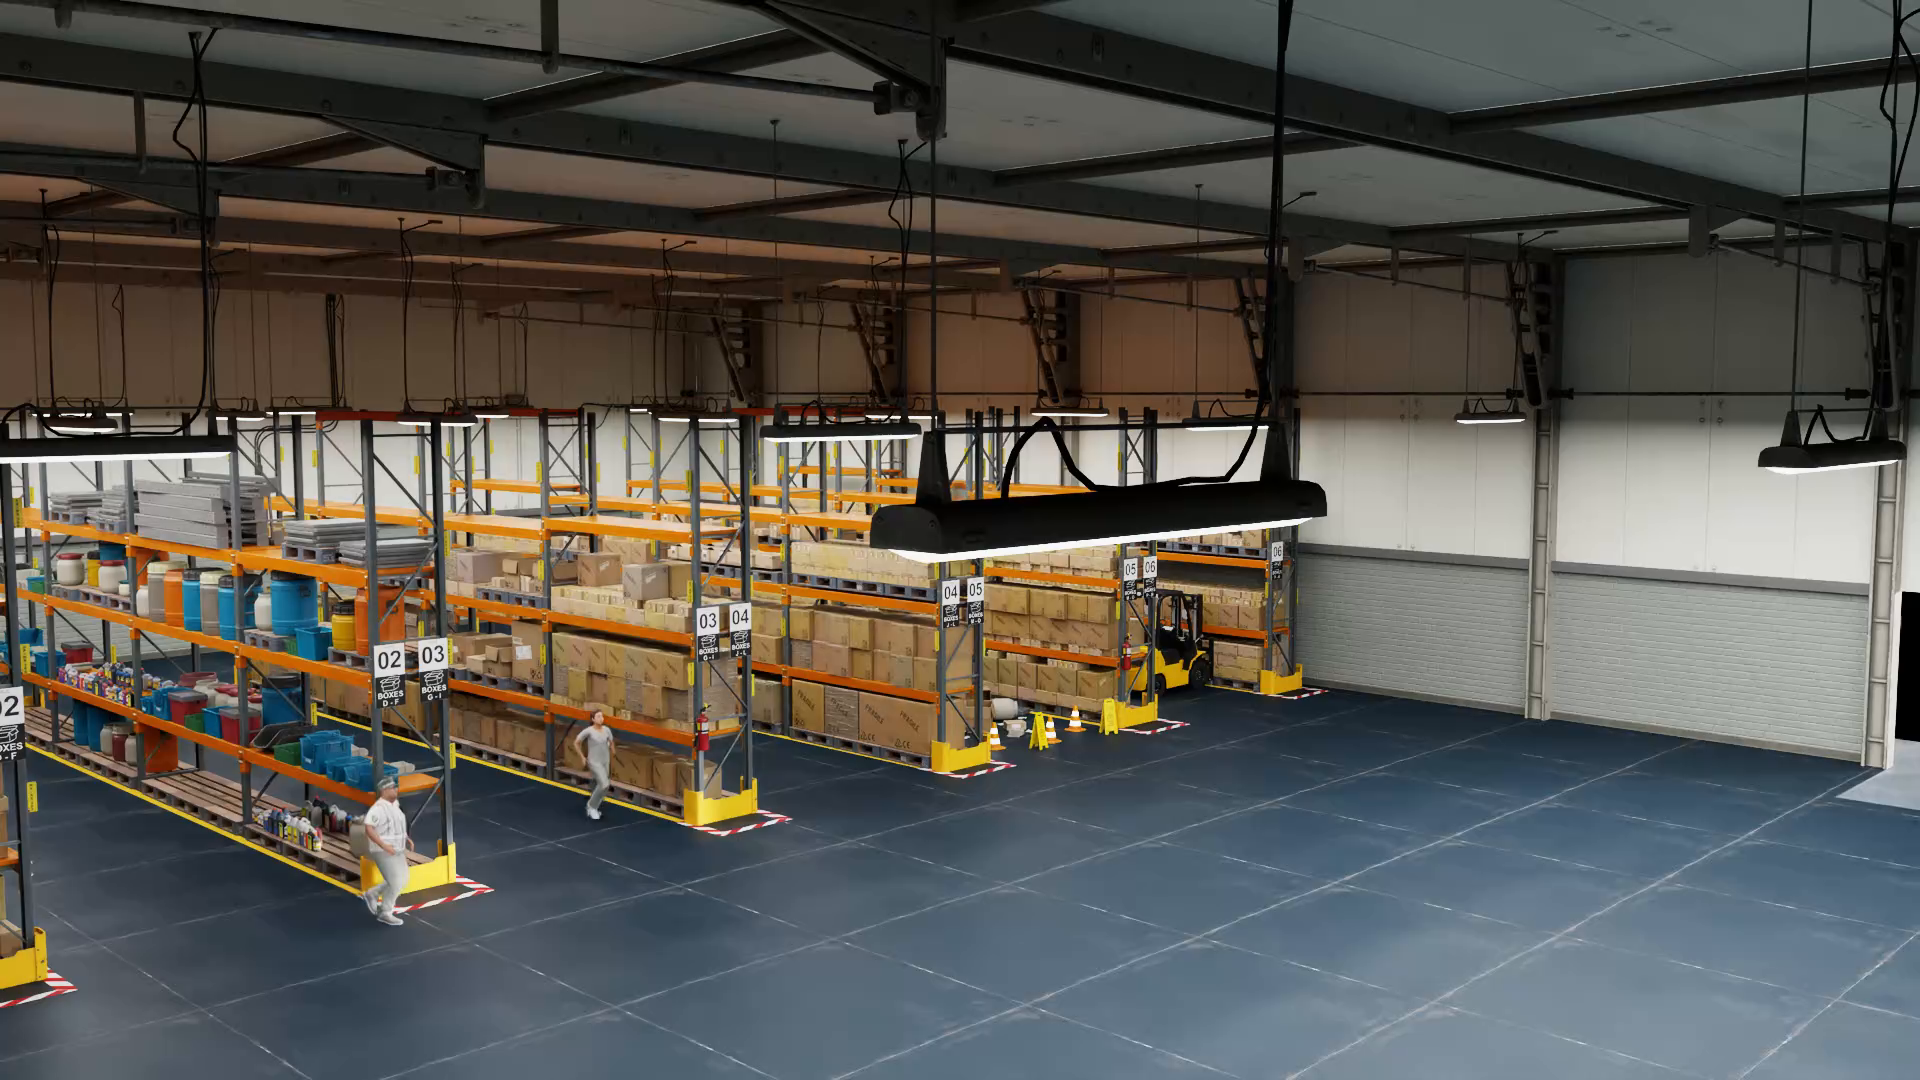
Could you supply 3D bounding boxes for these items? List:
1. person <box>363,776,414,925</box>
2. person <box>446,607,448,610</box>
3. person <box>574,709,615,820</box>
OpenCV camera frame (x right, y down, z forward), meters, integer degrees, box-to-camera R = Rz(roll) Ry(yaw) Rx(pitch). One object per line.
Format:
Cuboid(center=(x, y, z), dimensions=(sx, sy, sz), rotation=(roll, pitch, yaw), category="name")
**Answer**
Cuboid(center=(-6.906, 3.709, 19.984), dimensions=(0.567, 1.737, 0.721), rotation=(1, 5, 6), category="person")
Cuboid(center=(-11.458, 2.271, 36.751), dimensions=(0.571, 1.653, 0.596), rotation=(-4, 7, -40), category="person")
Cuboid(center=(-5.335, 3.327, 24.596), dimensions=(0.643, 1.618, 0.546), rotation=(4, 6, 38), category="person")
